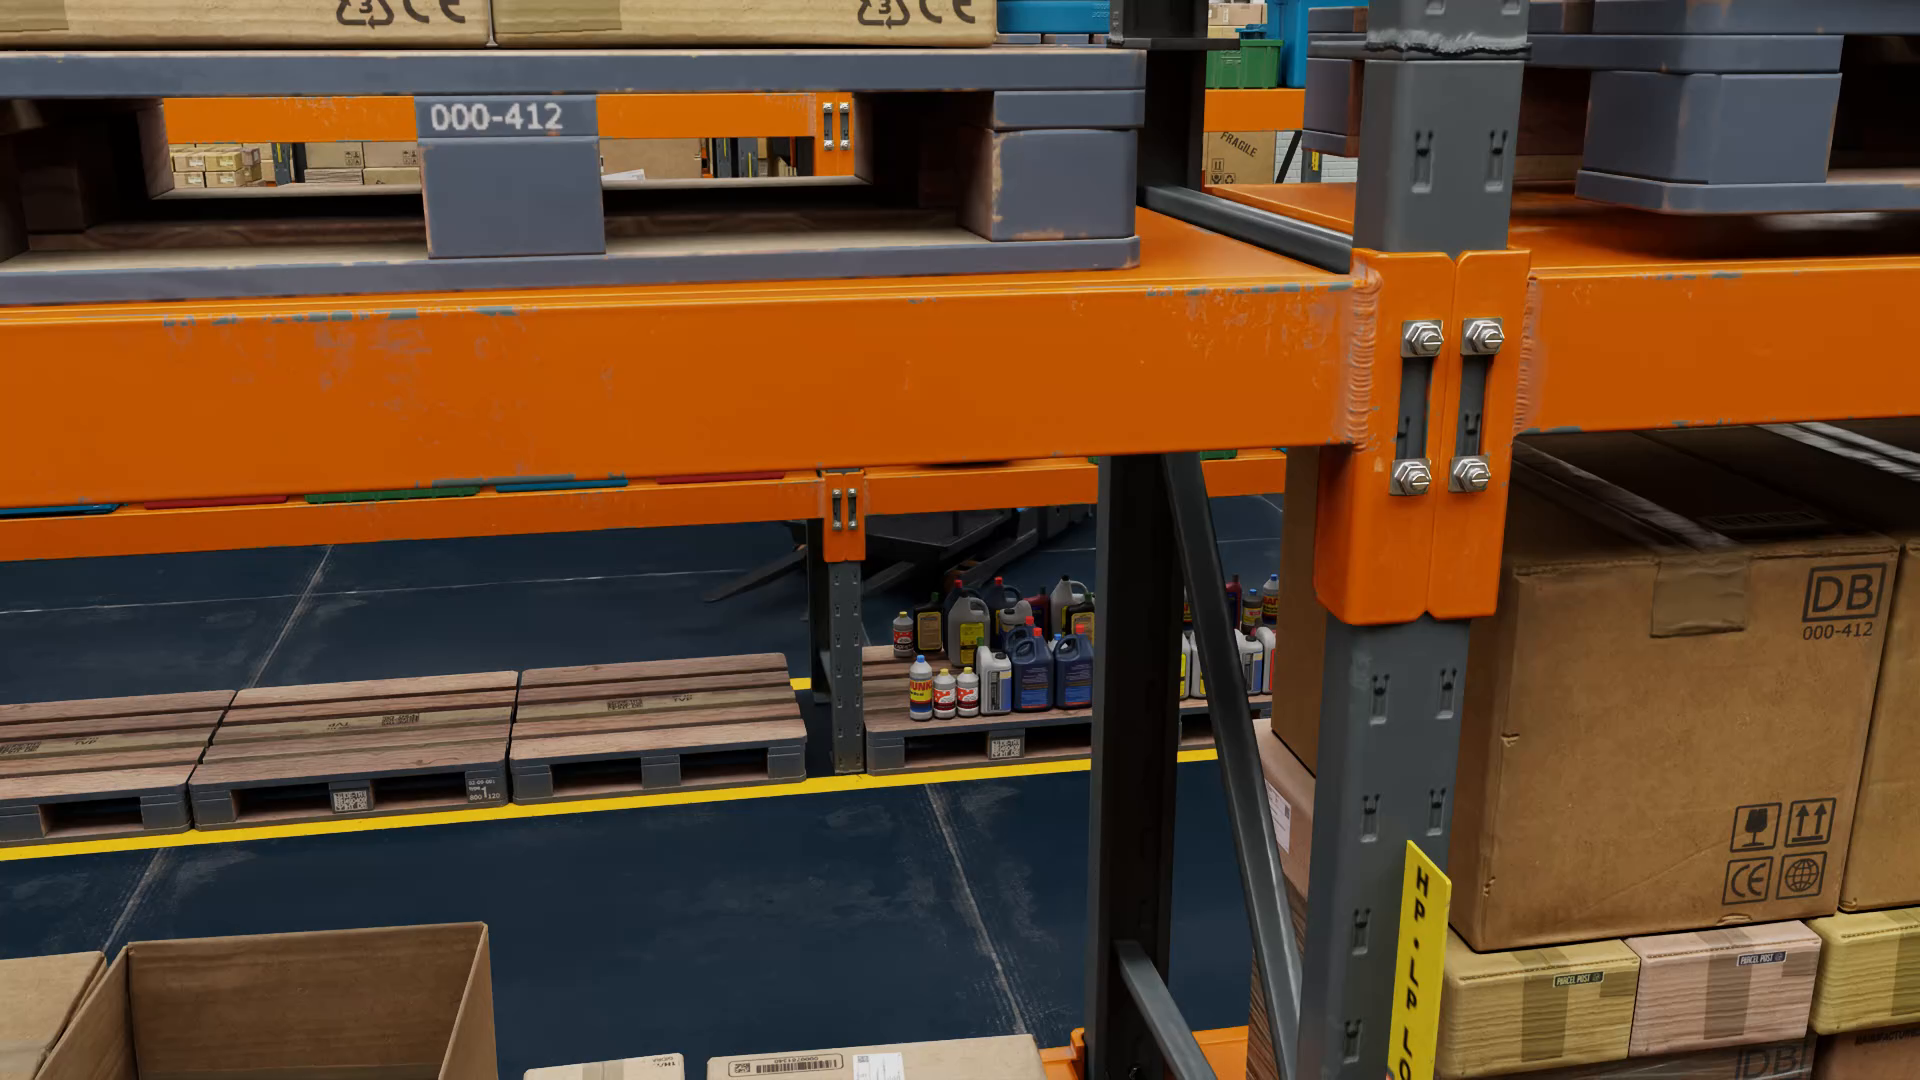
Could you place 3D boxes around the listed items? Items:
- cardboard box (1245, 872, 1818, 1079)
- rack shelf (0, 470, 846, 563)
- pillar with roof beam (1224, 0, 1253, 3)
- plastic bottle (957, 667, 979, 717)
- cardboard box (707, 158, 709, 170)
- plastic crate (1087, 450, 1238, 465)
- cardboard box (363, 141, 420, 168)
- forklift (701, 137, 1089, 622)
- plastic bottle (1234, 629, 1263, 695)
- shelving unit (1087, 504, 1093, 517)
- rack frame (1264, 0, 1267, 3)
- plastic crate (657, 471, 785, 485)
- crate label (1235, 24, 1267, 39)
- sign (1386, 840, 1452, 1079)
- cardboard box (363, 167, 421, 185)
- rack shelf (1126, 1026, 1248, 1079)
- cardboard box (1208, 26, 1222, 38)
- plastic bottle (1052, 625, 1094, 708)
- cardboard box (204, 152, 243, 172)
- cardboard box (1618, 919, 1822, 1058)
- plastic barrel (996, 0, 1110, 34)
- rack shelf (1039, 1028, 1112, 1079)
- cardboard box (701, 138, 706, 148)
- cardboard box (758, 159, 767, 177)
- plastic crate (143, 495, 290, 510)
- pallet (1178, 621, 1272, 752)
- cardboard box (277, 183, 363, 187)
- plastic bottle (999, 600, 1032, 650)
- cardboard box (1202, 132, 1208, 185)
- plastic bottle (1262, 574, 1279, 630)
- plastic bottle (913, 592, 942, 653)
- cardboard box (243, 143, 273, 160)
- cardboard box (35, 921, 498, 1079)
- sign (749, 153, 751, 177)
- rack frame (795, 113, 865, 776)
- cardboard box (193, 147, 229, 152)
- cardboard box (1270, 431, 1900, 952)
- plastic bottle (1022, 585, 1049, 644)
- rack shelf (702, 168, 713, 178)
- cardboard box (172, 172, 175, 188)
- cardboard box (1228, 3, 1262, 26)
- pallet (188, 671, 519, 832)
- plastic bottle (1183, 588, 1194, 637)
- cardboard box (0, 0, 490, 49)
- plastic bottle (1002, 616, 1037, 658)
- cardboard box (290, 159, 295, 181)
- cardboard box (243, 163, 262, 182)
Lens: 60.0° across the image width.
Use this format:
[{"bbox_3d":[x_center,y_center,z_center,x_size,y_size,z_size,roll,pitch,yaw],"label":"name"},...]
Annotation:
[{"bbox_3d":[0.808,0.773,2.515,0.500,0.500,0.700,-4,17,-12],"label":"cardboard box"},{"bbox_3d":[-2.526,-0.125,6.836,4.000,0.370,1.077,-3,17,-10],"label":"rack shelf"},{"bbox_3d":[5.453,-8.701,23.313,0.400,9.000,9.100,-3,17,-10],"label":"pillar with roof beam"},{"bbox_3d":[0.033,0.644,7.123,0.097,0.201,0.097,0,17,0],"label":"plastic bottle"},{"bbox_3d":[-3.124,-4.851,21.424,0.250,0.149,0.380,-3,17,-11],"label":"cardboard box"},{"bbox_3d":[0.824,-0.474,7.106,0.662,0.188,0.450,-3,17,-10],"label":"plastic crate"},{"bbox_3d":[-5.332,-3.798,15.694,0.500,0.500,0.700,-3,17,-11],"label":"cardboard box"},{"bbox_3d":[-0.320,-1.222,9.298,1.130,2.935,3.031,9,19,27],"label":"forklift"},{"bbox_3d":[1.256,0.531,7.364,0.135,0.276,0.152,-4,17,-12],"label":"plastic bottle"},{"bbox_3d":[1.102,-0.716,10.599,0.503,1.200,0.258,10,20,30],"label":"shelving unit"},{"bbox_3d":[2.425,-5.099,11.586,0.127,3.000,1.000,-3,17,-10],"label":"rack frame"},{"bbox_3d":[-0.980,-0.496,6.709,0.583,0.464,0.402,-3,17,-10],"label":"plastic crate"},{"bbox_3d":[1.465,-2.157,7.371,0.408,0.251,0.502,-3,17,-10],"label":"crate label"},{"bbox_3d":[0.486,0.488,1.778,0.005,0.325,0.100,-3,17,-10],"label":"sign"},{"bbox_3d":[-5.280,-3.245,15.598,0.500,0.500,0.500,-3,17,-11],"label":"cardboard box"},{"bbox_3d":[2.337,1.080,2.912,4.000,0.370,1.077,-3,17,-10],"label":"rack shelf"},{"bbox_3d":[1.511,-3.465,11.630,0.500,0.250,0.500,-3,17,-10],"label":"cardboard box"},{"bbox_3d":[0.494,0.540,7.209,0.185,0.351,0.144,-4,18,-13],"label":"plastic bottle"},{"bbox_3d":[-6.665,-3.427,15.059,0.250,0.149,0.380,-4,18,-13],"label":"cardboard box"},{"bbox_3d":[0.921,0.517,2.246,0.250,0.149,0.380,-3,17,-10],"label":"cardboard box"},{"bbox_3d":[0.435,-2.479,6.598,0.708,0.901,0.600,-3,17,-10],"label":"plastic barrel"},{"bbox_3d":[-1.590,1.303,2.186,4.000,0.370,1.077,-3,17,-10],"label":"rack shelf"},{"bbox_3d":[-3.842,-6.293,25.522,0.500,0.500,0.500,-4,17,-12],"label":"cardboard box"},{"bbox_3d":[-1.984,-3.540,16.472,0.550,0.550,0.875,-3,17,-10],"label":"cardboard box"},{"bbox_3d":[-2.845,-0.390,6.364,0.583,0.464,0.402,-3,17,-10],"label":"plastic crate"},{"bbox_3d":[1.305,0.658,7.810,1.213,0.211,1.003,-3,17,-10],"label":"pallet"},{"bbox_3d":[-4.378,-2.136,11.271,0.500,0.500,0.700,-1,17,-2],"label":"cardboard box"},{"bbox_3d":[0.257,0.423,7.716,0.135,0.276,0.152,-3,17,-10],"label":"plastic bottle"},{"bbox_3d":[1.443,-2.768,11.834,0.500,0.500,0.500,-3,17,-10],"label":"cardboard box"},{"bbox_3d":[1.526,0.302,8.118,0.097,0.271,0.097,0,17,0],"label":"plastic bottle"},{"bbox_3d":[-0.153,0.386,7.824,0.133,0.283,0.061,-2,17,-8],"label":"plastic bottle"},{"bbox_3d":[-8.239,-4.680,19.844,0.500,0.250,0.500,-4,17,-12],"label":"cardboard box"},{"bbox_3d":[-0.901,0.867,2.209,0.500,0.500,0.500,-2,17,-6],"label":"cardboard box"},{"bbox_3d":[-1.393,-2.402,11.052,0.005,0.325,0.100,-3,17,-10],"label":"sign"},{"bbox_3d":[-0.562,-0.581,7.093,0.127,3.000,1.000,-3,17,-10],"label":"rack frame"},{"bbox_3d":[-7.025,-3.601,15.625,0.250,0.149,0.380,-4,17,-12],"label":"cardboard box"},{"bbox_3d":[0.808,0.153,2.325,0.500,0.500,0.700,-3,17,-10],"label":"cardboard box"},{"bbox_3d":[0.356,0.357,7.918,0.133,0.283,0.061,-2,17,-7],"label":"plastic bottle"},{"bbox_3d":[-1.418,-4.633,21.511,4.000,0.370,1.077,-3,17,-10],"label":"rack shelf"},{"bbox_3d":[-7.189,-3.254,15.005,0.250,0.149,0.380,-3,17,-9],"label":"cardboard box"},{"bbox_3d":[1.934,-3.698,11.710,0.250,0.149,0.380,-4,17,-12],"label":"cardboard box"},{"bbox_3d":[-2.526,0.876,7.099,1.213,0.211,1.003,-3,17,-10],"label":"pallet"},{"bbox_3d":[1.091,0.326,8.038,0.097,0.271,0.097,0,17,0],"label":"plastic bottle"},{"bbox_3d":[-0.772,-0.652,1.759,0.500,0.250,0.500,-5,18,-16],"label":"cardboard box"},{"bbox_3d":[0.282,0.508,7.310,0.185,0.351,0.144,-3,17,-10],"label":"plastic bottle"},{"bbox_3d":[-7.756,-4.468,20.004,0.500,0.250,0.500,-4,17,-12],"label":"cardboard box"},{"bbox_3d":[-6.783,-3.475,15.722,0.250,0.149,0.380,-2,17,-8],"label":"cardboard box"}]
